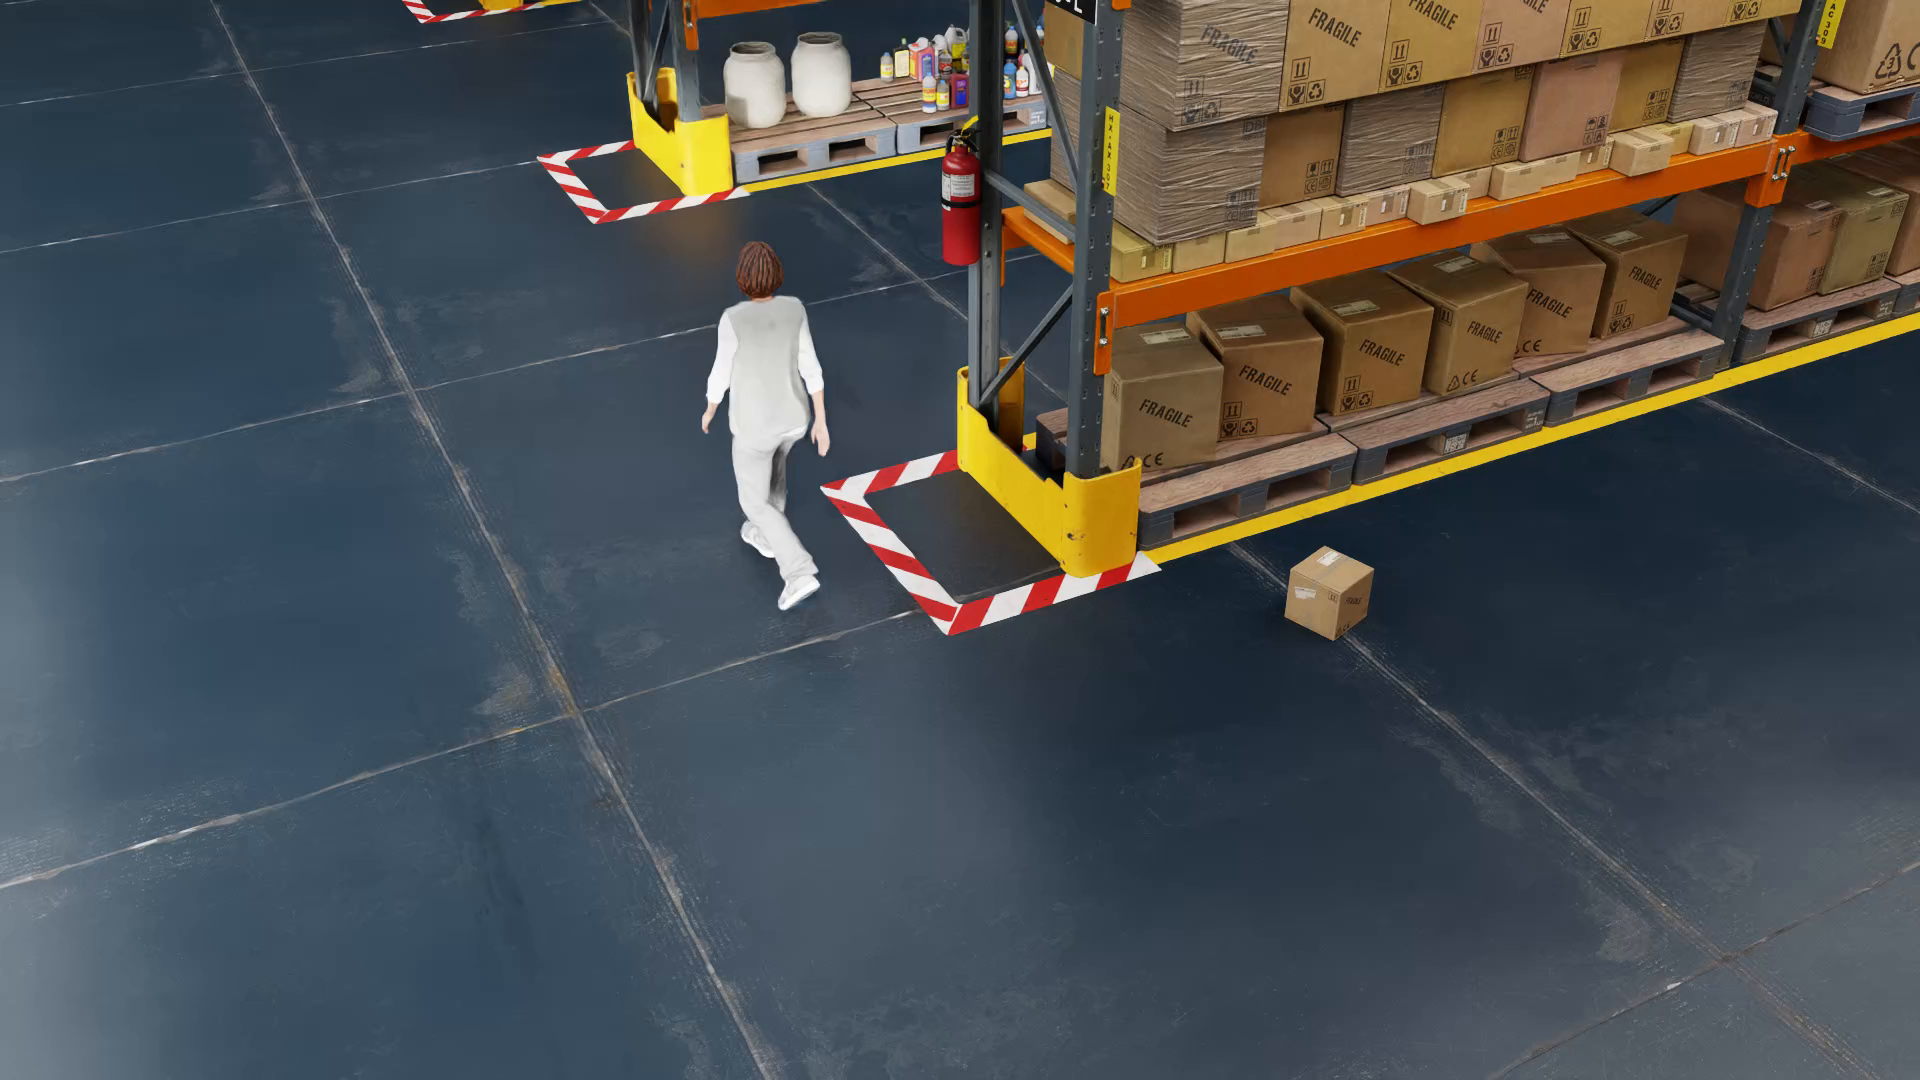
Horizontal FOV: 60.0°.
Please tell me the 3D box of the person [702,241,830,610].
[{"bbox_3d":[-0.765,-0.462,6.867,0.440,1.521,0.875,-19,38,-26],"label":"person"}]
